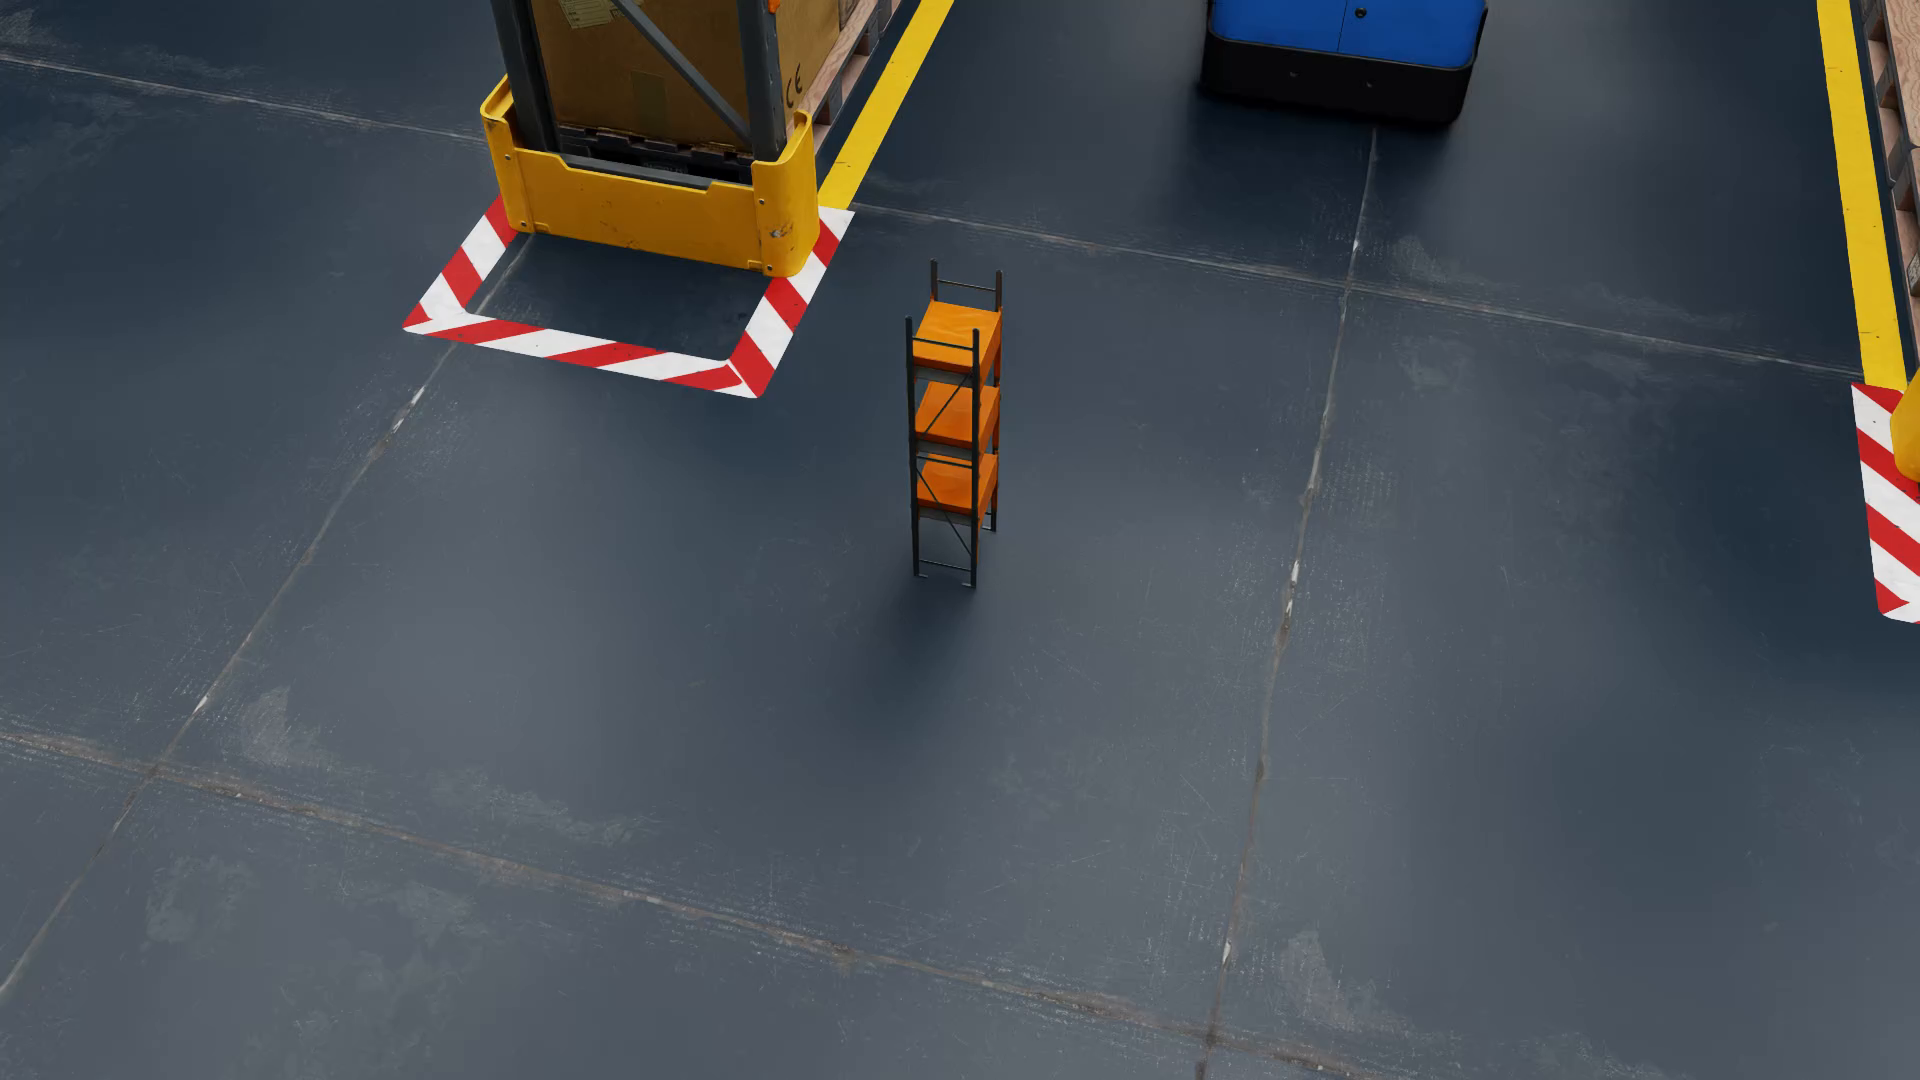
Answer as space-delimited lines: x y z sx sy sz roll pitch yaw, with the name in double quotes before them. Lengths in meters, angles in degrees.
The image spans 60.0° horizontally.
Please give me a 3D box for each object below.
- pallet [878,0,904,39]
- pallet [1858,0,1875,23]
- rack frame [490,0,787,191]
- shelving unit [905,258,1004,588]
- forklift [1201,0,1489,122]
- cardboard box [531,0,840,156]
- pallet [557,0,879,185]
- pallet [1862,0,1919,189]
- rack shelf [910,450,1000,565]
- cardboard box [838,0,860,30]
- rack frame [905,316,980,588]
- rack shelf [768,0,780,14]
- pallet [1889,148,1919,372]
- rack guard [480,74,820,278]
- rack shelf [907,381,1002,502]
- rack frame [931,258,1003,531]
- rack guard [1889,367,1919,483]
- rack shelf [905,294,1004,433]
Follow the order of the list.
"pallet" -0.657 -2.749 7.536 1.003 0.211 1.213 12 50 10
"pallet" 4.560 -2.652 7.450 1.003 0.211 1.213 12 50 10
"rack frame" -1.115 -2.198 5.190 1.000 3.000 0.127 12 50 10
"shelving unit" -0.014 -0.309 4.822 0.215 1.050 0.252 12 50 10
"forklift" 1.841 -3.764 6.617 1.130 2.935 3.031 11 49 9
"cardboard box" -1.024 -2.113 6.251 0.875 0.875 0.875 12 50 10
"pallet" -0.980 -1.869 6.759 1.003 0.211 1.213 12 50 10
"pallet" 4.241 -1.767 6.669 1.003 0.211 1.213 12 50 10
"rack shelf" -0.014 -0.118 5.039 0.215 0.259 0.240 12 50 10
"cardboard box" -0.784 -2.771 6.832 0.875 0.875 0.875 12 50 10
"rack frame" -0.046 -0.220 4.744 0.200 1.050 0.008 12 50 10
"rack shelf" -0.589 -3.407 6.736 1.077 0.370 4.000 12 50 10
"pallet" 3.918 -0.887 5.892 1.003 0.211 1.213 12 50 10
"rack guard" -1.121 -1.354 6.111 1.175 0.500 0.348 12 50 10
"rack shelf" -0.014 -0.302 4.830 0.215 0.259 0.240 12 50 10
"rack frame" 0.018 -0.397 4.900 0.200 1.050 0.008 12 50 10
"rack guard" 3.670 -0.374 5.247 1.175 0.500 0.348 12 50 10
"rack shelf" -0.014 -0.489 4.617 0.215 0.259 0.240 12 50 10
